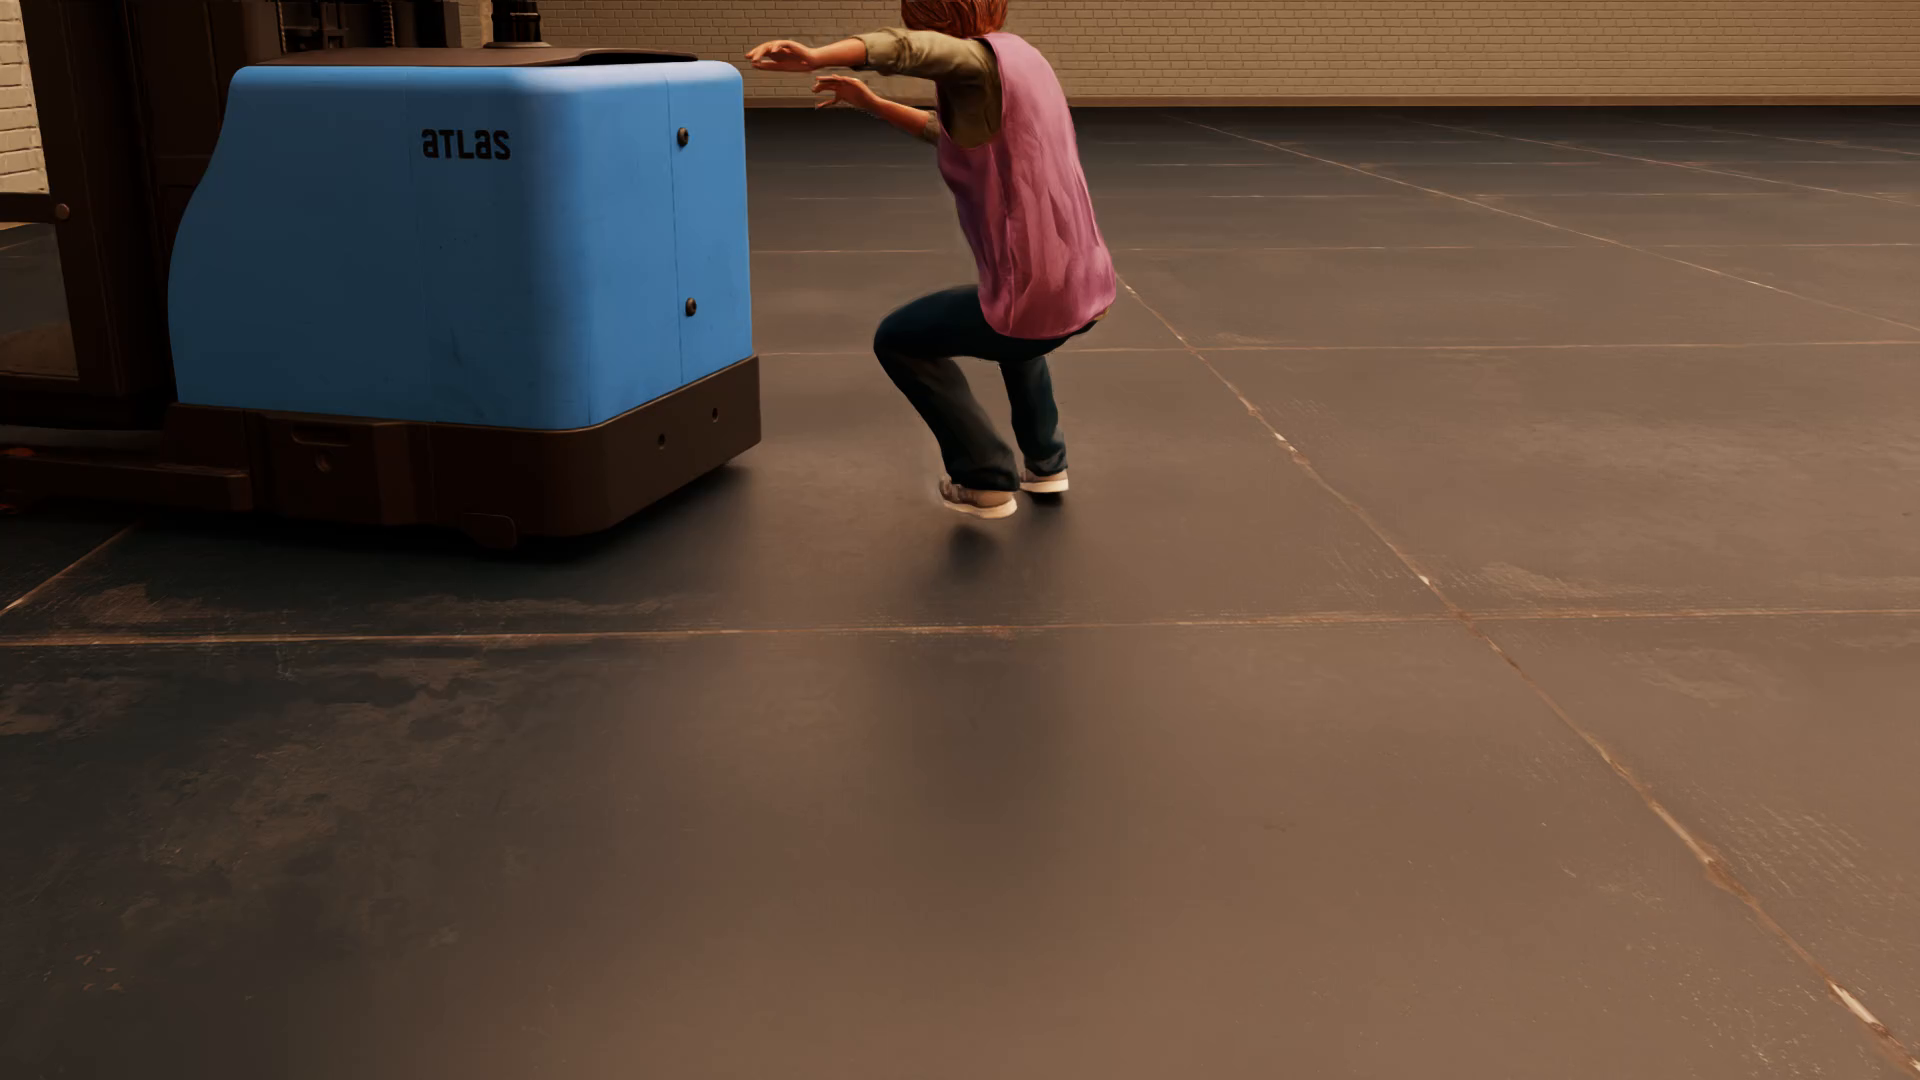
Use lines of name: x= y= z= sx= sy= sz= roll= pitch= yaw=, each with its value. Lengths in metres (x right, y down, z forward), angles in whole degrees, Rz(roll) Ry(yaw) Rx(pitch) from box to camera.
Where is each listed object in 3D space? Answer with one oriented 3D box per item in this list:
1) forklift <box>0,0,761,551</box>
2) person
forklift: x=-2.121 y=-1.605 z=4.156 sx=3.031 sy=2.935 sz=1.130 roll=5 pitch=18 yaw=16
person: x=-0.045 y=-0.528 z=3.653 sx=0.704 sy=1.195 sz=1.380 roll=10 pitch=20 yaw=29
